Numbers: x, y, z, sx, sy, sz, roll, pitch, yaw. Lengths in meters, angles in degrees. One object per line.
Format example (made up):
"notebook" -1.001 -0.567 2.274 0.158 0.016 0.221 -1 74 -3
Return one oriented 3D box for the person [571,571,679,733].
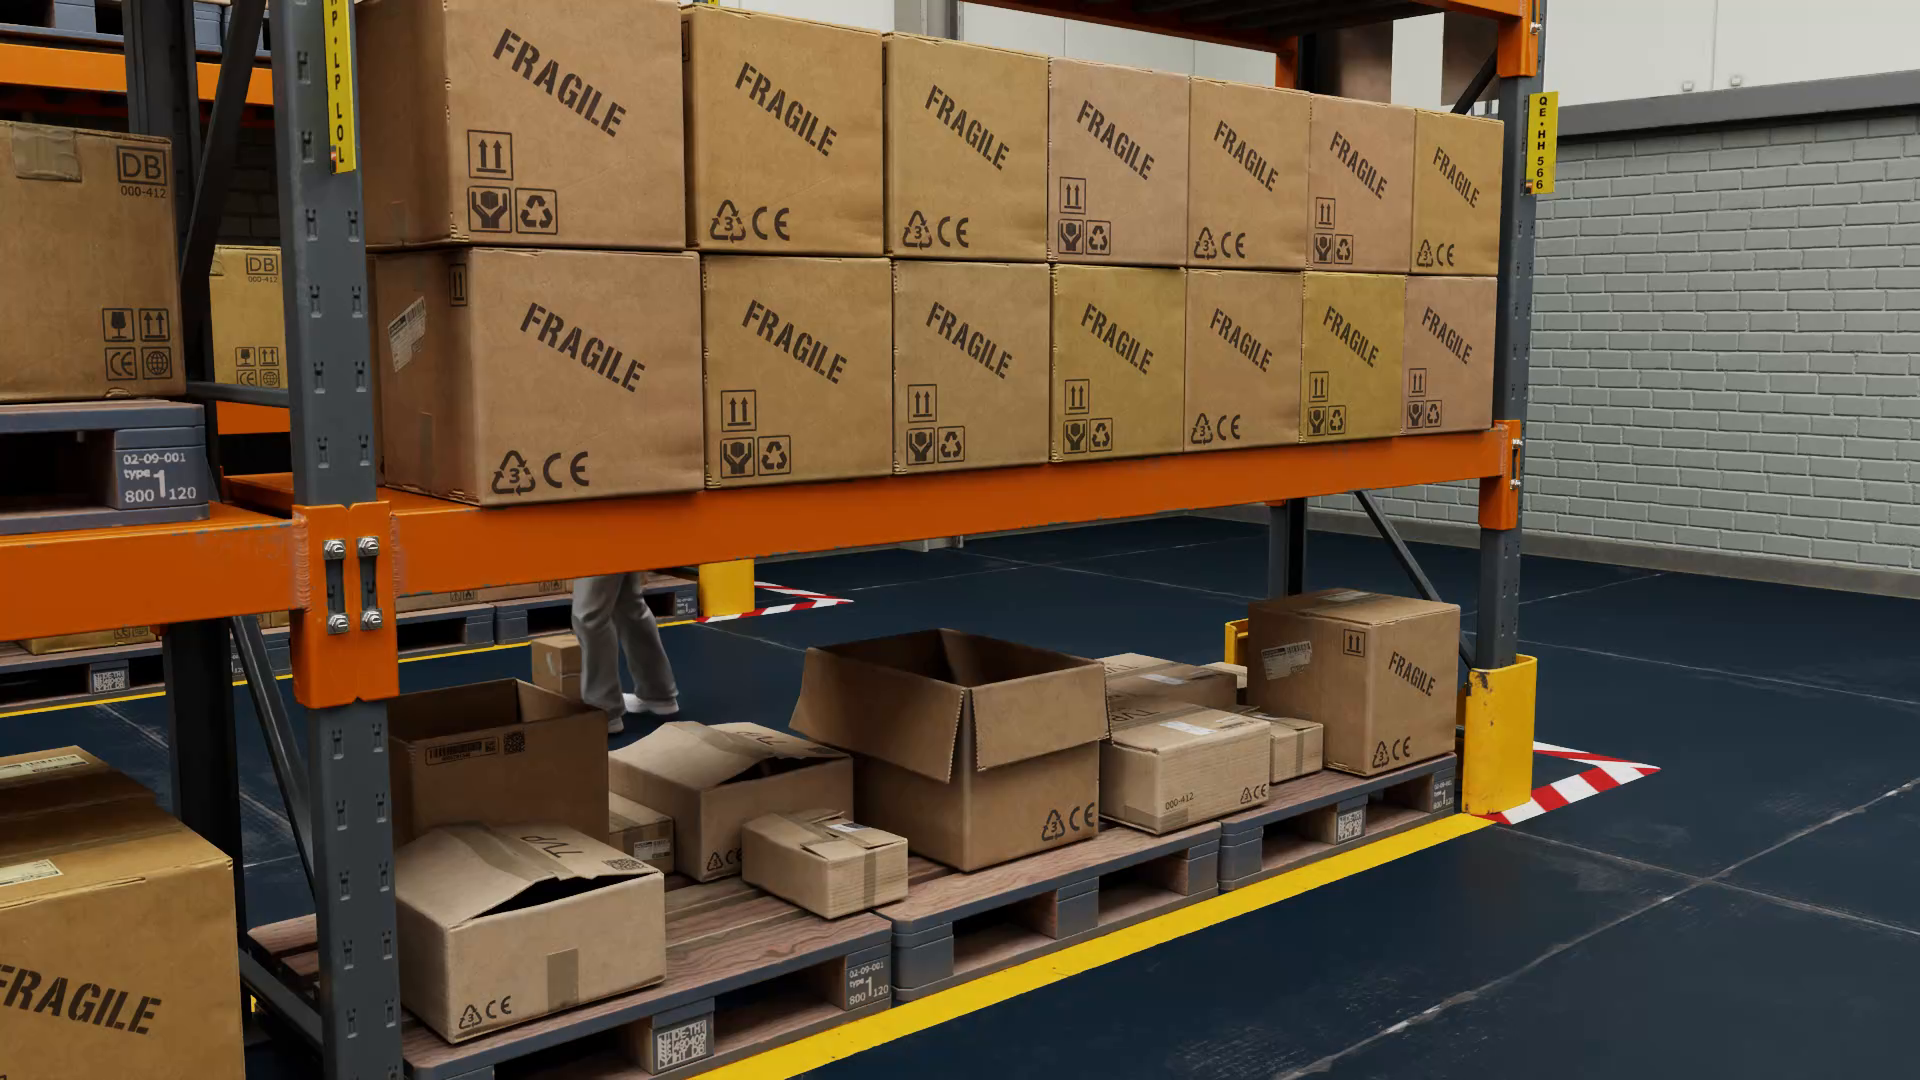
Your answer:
"person" -1.402 -0.050 6.709 0.558 1.664 0.500 -4 9 -29
